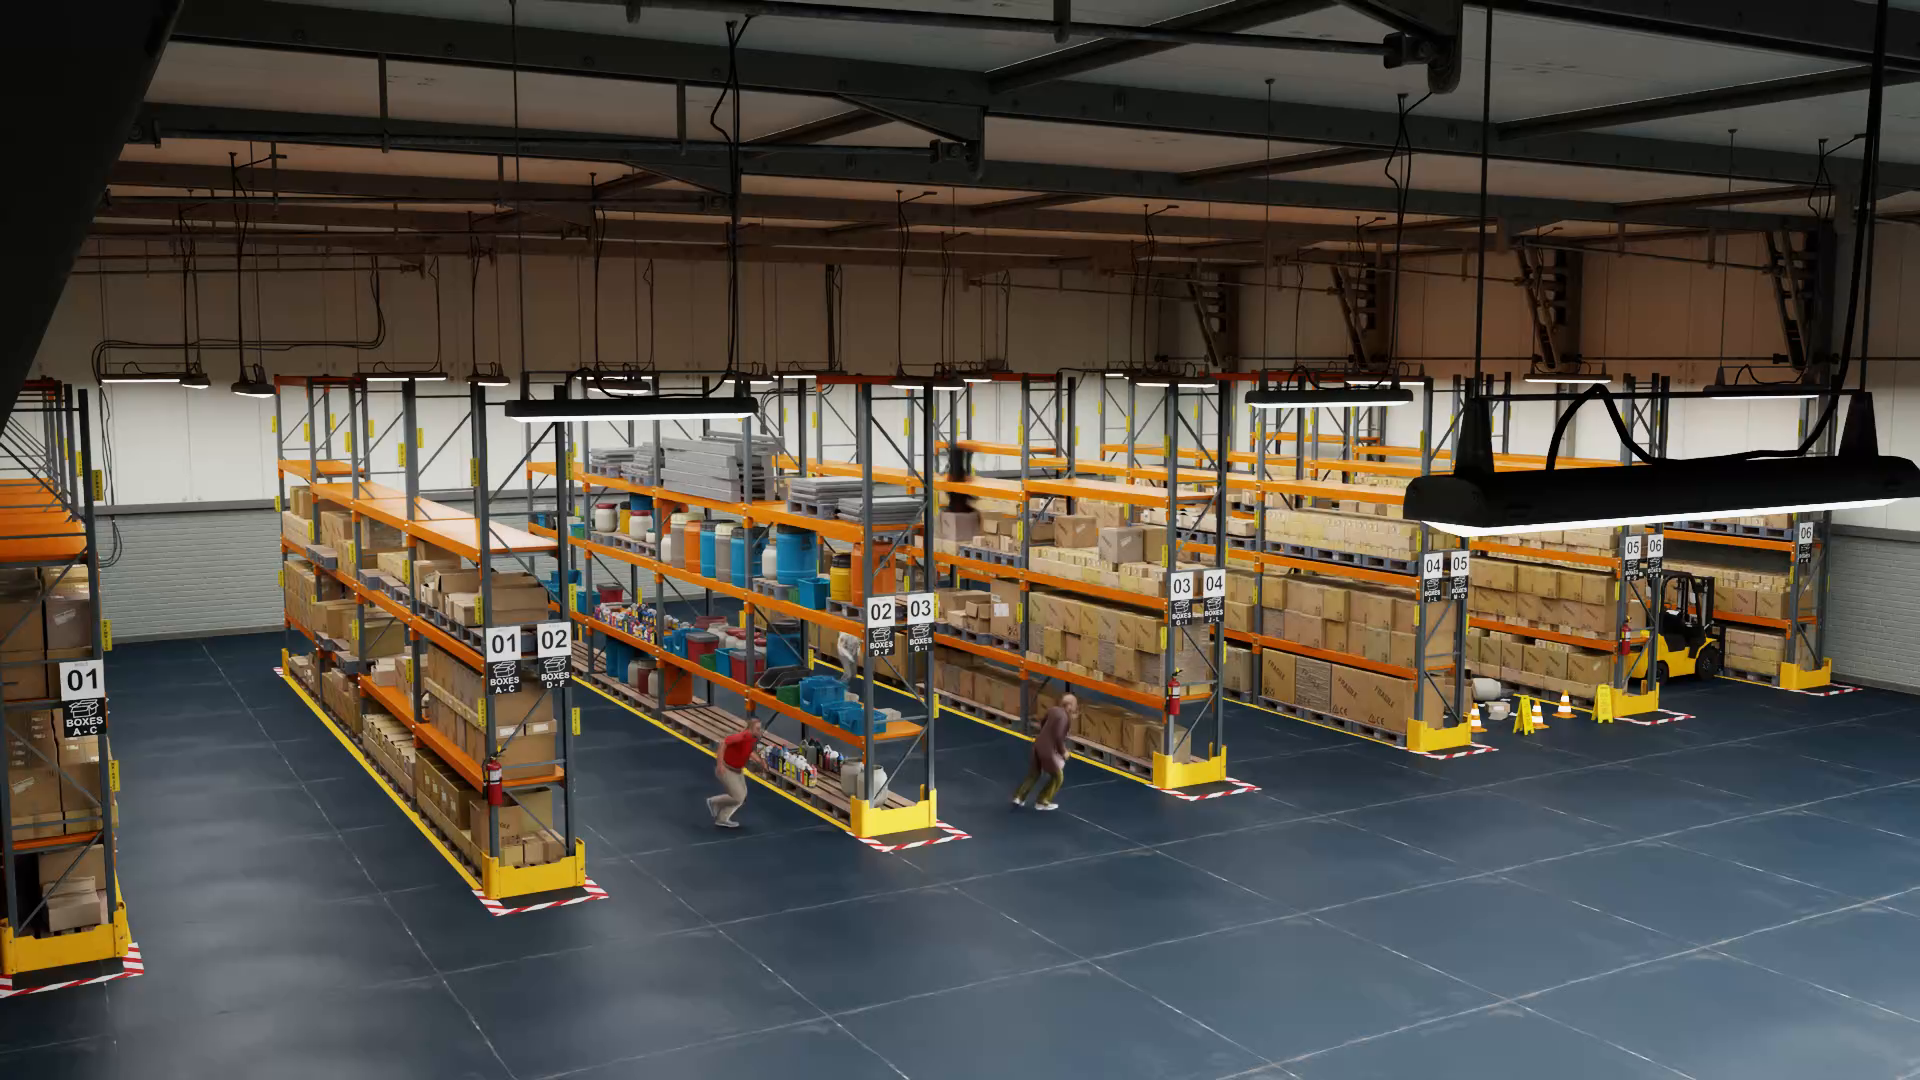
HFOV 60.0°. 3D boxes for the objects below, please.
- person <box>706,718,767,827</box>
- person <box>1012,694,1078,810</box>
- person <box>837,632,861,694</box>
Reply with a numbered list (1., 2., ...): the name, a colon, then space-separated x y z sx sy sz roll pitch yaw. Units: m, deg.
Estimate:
1. person: -3.022 3.137 22.328 0.848 1.539 0.690 2 7 20
2. person: 1.185 2.978 23.284 0.883 1.641 0.735 -3 7 -24
3. person: -2.108 2.175 31.187 0.586 1.514 0.837 -6 9 -43
